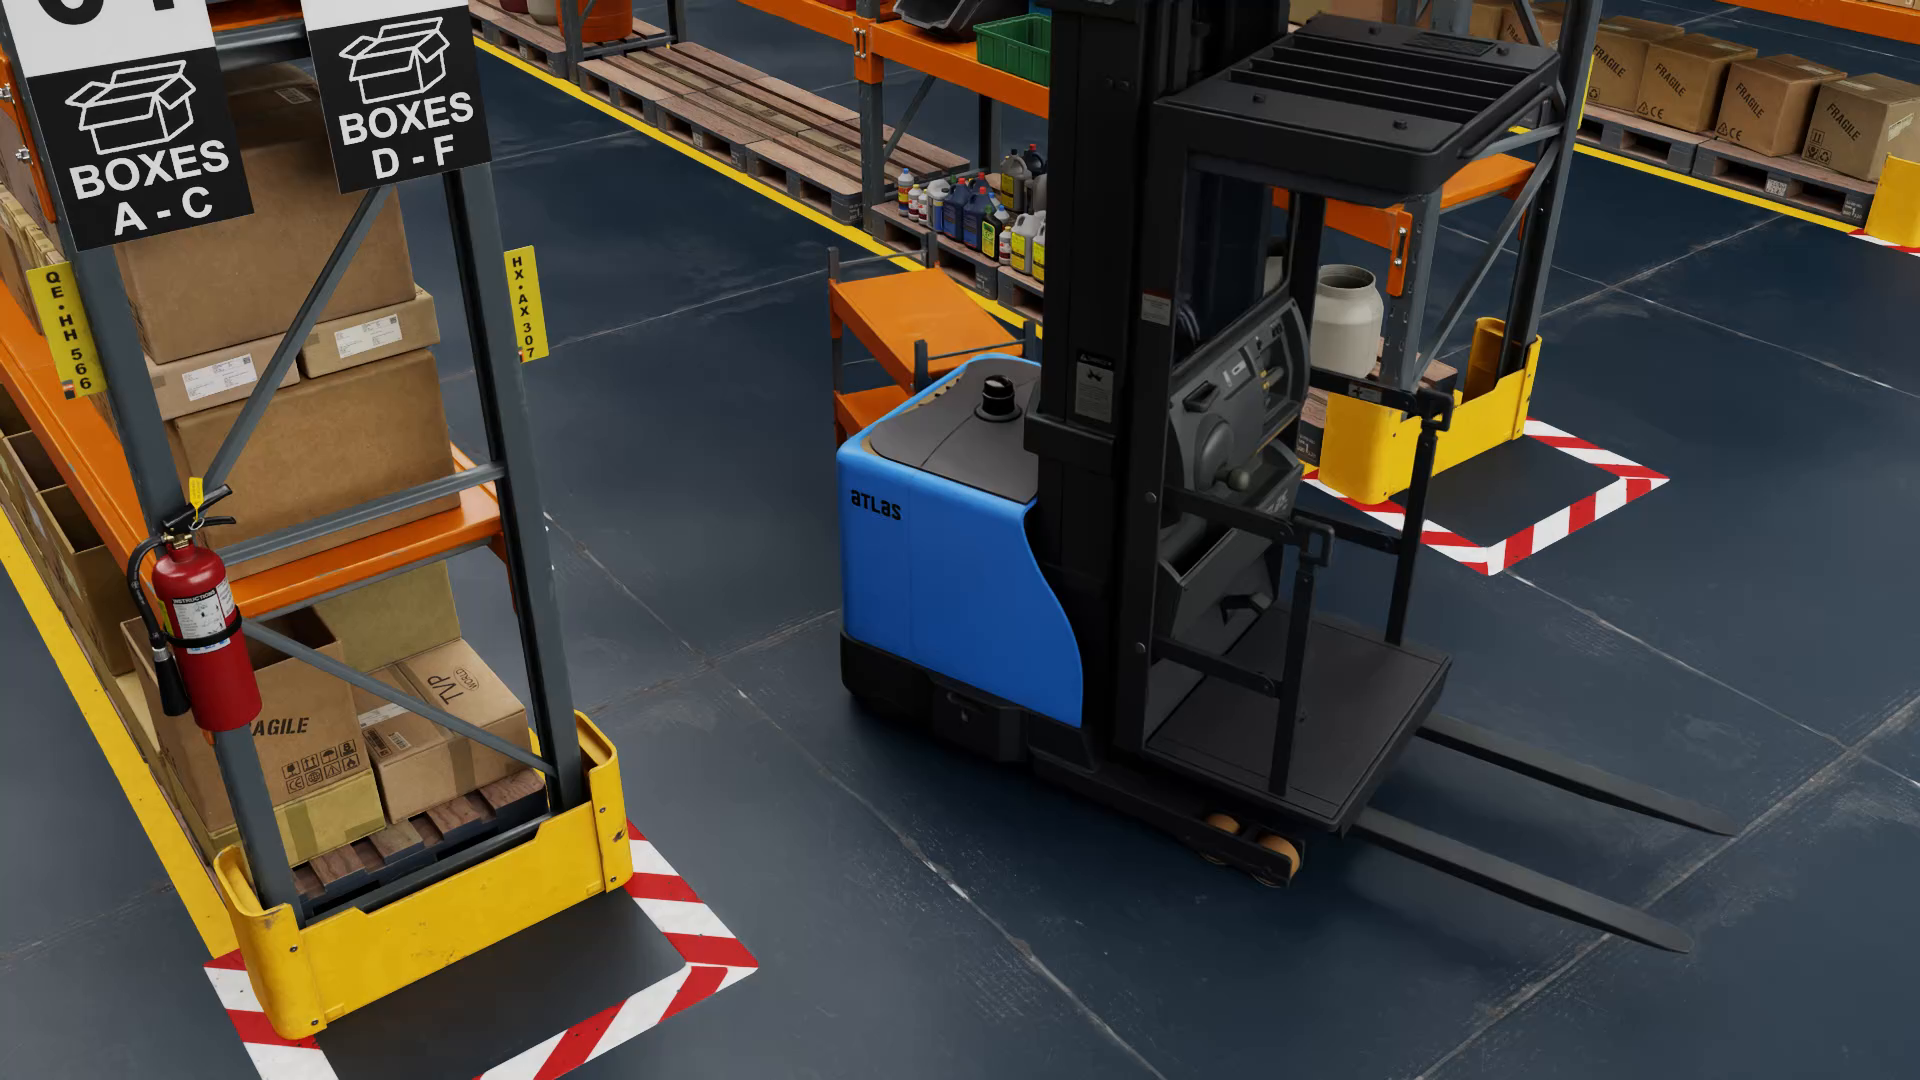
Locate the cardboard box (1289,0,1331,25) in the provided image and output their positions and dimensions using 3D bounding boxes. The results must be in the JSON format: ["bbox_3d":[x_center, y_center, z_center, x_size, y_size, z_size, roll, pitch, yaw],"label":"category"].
[{"bbox_3d":[3.105,-4.525,13.645,0.700,0.500,0.500,-23,38,-32],"label":"cardboard box"}]

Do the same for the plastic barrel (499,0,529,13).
[{"bbox_3d":[-3.629,-4.820,14.055,0.600,0.588,0.708,-22,38,-31],"label":"plastic barrel"}]

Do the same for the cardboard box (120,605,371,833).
[{"bbox_3d":[-2.197,0.482,5.128,0.500,0.500,0.500,-22,38,-31],"label":"cardboard box"}]

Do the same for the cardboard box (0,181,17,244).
[{"bbox_3d":[-2.970,-1.123,5.505,0.380,0.149,0.250,-23,38,-32],"label":"cardboard box"}]

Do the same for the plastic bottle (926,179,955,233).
[{"bbox_3d":[-0.101,-1.959,9.726,0.152,0.276,0.135,-21,37,-30],"label":"plastic bottle"}]

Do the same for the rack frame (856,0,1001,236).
[{"bbox_3d":[-0.170,-3.330,9.768,1.000,3.000,0.127,-22,38,-31],"label":"rack frame"}]

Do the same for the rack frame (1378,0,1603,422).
[{"bbox_3d":[2.282,-1.663,7.084,1.000,3.000,0.127,-22,38,-31],"label":"rack frame"}]

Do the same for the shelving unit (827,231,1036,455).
[{"bbox_3d":[-0.138,-0.573,7.107,0.538,1.125,1.048,-13,34,-19],"label":"shelving unit"}]

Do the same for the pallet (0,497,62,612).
[{"bbox_3d":[-3.631,-0.199,7.370,1.003,0.211,1.213,-22,38,-31],"label":"pallet"}]

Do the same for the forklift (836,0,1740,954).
[{"bbox_3d":[1.064,-0.433,5.170,3.031,2.935,1.130,19,37,28],"label":"forklift"}]

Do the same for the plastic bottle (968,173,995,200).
[{"bbox_3d":[0.111,-1.967,9.668,0.144,0.351,0.185,-22,38,-31],"label":"plastic bottle"}]

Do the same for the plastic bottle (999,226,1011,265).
[{"bbox_3d":[0.268,-1.653,9.304,0.097,0.201,0.097,0,32,0],"label":"plastic bottle"}]

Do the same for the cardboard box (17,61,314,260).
[{"bbox_3d":[-2.268,-1.093,4.843,0.700,0.500,0.500,-23,39,-33],"label":"cardboard box"}]

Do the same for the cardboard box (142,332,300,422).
[{"bbox_3d":[-2.017,-0.477,4.466,0.380,0.149,0.250,-23,39,-32],"label":"cardboard box"}]

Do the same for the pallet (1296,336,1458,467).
[{"bbox_3d":[1.705,-0.835,8.394,1.003,0.211,1.213,-22,38,-31],"label":"pallet"}]

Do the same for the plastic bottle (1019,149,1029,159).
[{"bbox_3d":[0.385,-2.269,10.218,0.061,0.283,0.133,-20,37,-29],"label":"plastic bottle"}]

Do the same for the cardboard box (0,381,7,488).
[{"bbox_3d":[-3.736,-0.557,6.801,0.500,0.500,0.500,-22,38,-31],"label":"cardboard box"}]

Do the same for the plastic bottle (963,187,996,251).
[{"bbox_3d":[0.112,-1.842,9.466,0.144,0.351,0.185,-24,39,-33],"label":"plastic bottle"}]

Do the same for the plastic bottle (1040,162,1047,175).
[{"bbox_3d":[0.570,-2.136,9.940,0.144,0.351,0.185,-24,39,-34],"label":"plastic bottle"}]

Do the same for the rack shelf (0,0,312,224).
[{"bbox_3d":[-2.859,-1.864,5.247,1.077,0.370,4.000,-22,38,-31],"label":"rack shelf"}]

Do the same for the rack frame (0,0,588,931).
[{"bbox_3d":[-1.633,-0.062,4.506,1.000,3.000,0.127,-22,38,-31],"label":"rack frame"}]

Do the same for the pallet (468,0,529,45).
[{"bbox_3d":[-3.884,-4.635,14.513,1.003,0.211,1.213,-22,38,-31],"label":"pallet"}]

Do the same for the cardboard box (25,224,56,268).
[{"bbox_3d":[-2.650,-0.907,5.158,0.380,0.149,0.250,-21,38,-30],"label":"cardboard box"}]

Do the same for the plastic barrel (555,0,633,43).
[{"bbox_3d":[-2.937,-4.452,13.233,0.600,0.830,0.708,-22,38,-31],"label":"plastic barrel"}]

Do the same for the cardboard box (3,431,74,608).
[{"bbox_3d":[-3.127,-0.139,6.127,0.500,0.500,0.500,-22,38,-31],"label":"cardboard box"}]

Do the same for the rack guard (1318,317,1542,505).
[{"bbox_3d":[2.199,-0.617,7.770,1.175,0.500,0.348,-22,38,-31],"label":"rack guard"}]

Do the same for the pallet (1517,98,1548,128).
[{"bbox_3d":[4.182,-3.479,12.652,1.003,0.211,1.213,-22,38,-31],"label":"pallet"}]

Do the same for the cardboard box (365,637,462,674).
[{"bbox_3d":[-2.095,0.425,5.930,0.500,0.250,0.500,-22,38,-31],"label":"cardboard box"}]

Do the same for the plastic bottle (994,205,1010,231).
[{"bbox_3d":[0.232,-1.759,9.408,0.097,0.271,0.097,0,32,0],"label":"plastic bottle"}]

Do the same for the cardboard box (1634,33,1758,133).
[{"bbox_3d":[5.063,-3.152,11.454,0.500,0.500,0.500,-19,36,-27],"label":"cardboard box"}]

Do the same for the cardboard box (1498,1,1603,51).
[{"bbox_3d":[4.313,-3.633,12.227,0.500,0.500,0.500,-11,33,-16],"label":"cardboard box"}]

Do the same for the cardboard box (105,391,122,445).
[{"bbox_3d":[-2.235,-0.520,5.150,0.700,0.500,0.500,-21,38,-30],"label":"cardboard box"}]

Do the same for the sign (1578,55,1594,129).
[{"bbox_3d":[2.720,-1.956,7.295,0.100,0.325,0.005,-22,38,-31],"label":"sign"}]

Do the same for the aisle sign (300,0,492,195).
[{"bbox_3d":[-1.350,-1.238,3.936,0.394,0.787,0.004,-22,38,-31],"label":"aisle sign"}]

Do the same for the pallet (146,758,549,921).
[{"bbox_3d":[-2.135,0.818,5.733,1.003,0.211,1.213,-22,38,-31],"label":"pallet"}]

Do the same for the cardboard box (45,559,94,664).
[{"bbox_3d":[-3.124,0.179,6.327,0.500,0.250,0.500,-22,38,-31],"label":"cardboard box"}]

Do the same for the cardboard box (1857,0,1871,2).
[{"bbox_3d":[5.510,-3.402,10.123,0.380,0.149,0.250,-22,38,-31],"label":"cardboard box"}]

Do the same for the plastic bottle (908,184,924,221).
[{"bbox_3d":[-0.259,-2.011,9.880,0.097,0.201,0.097,0,32,0],"label":"plastic bottle"}]

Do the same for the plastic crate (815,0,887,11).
[{"bbox_3d":[-0.709,-3.460,9.917,0.402,0.464,0.583,-22,38,-31],"label":"plastic crate"}]

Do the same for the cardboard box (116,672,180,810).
[{"bbox_3d":[-2.511,0.596,5.656,0.500,0.250,0.500,-22,38,-31],"label":"cardboard box"}]

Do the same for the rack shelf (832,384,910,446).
[{"bbox_3d":[-0.138,-0.365,7.236,0.538,0.278,1.000,-13,34,-19],"label":"rack shelf"}]

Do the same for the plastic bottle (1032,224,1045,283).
[{"bbox_3d":[0.487,-1.587,9.056,0.144,0.351,0.185,-21,37,-29],"label":"plastic bottle"}]

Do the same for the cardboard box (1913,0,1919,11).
[{"bbox_3d":[5.857,-3.210,9.814,0.380,0.149,0.250,-22,38,-31],"label":"cardboard box"}]

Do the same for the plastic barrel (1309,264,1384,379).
[{"bbox_3d":[1.818,-1.034,8.031,0.421,0.512,0.421,0,32,0],"label":"plastic barrel"}]

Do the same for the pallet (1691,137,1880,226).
[{"bbox_3d":[5.678,-2.462,11.014,1.003,0.211,1.213,-22,38,-31],"label":"pallet"}]

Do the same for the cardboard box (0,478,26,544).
[{"bbox_3d":[-3.738,-0.238,6.998,0.500,0.250,0.500,-22,38,-31],"label":"cardboard box"}]

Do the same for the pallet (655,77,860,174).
[{"bbox_3d":[-1.435,-2.969,11.830,1.003,0.211,1.213,-22,38,-31],"label":"pallet"}]

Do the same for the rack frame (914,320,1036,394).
[{"bbox_3d":[0.061,-0.326,6.709,0.500,1.125,0.032,-13,34,-19],"label":"rack frame"}]

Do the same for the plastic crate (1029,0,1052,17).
[{"bbox_3d":[0.723,-2.893,9.206,0.499,0.251,0.616,-22,38,-31],"label":"plastic crate"}]

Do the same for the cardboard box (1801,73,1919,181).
[{"bbox_3d":[5.825,-2.647,10.640,0.500,0.500,0.500,-15,35,-23],"label":"cardboard box"}]

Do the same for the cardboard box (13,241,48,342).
[{"bbox_3d":[-2.860,-0.947,5.837,0.700,0.500,0.500,-21,38,-30],"label":"cardboard box"}]

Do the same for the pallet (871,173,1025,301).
[{"bbox_3d":[0.208,-1.852,10.031,1.003,0.211,1.213,-22,38,-31],"label":"pallet"}]

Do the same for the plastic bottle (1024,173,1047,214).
[{"bbox_3d":[0.468,-2.046,9.866,0.152,0.276,0.135,-22,38,-31],"label":"plastic bottle"}]

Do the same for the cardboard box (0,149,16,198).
[{"bbox_3d":[-2.885,-1.512,5.517,0.700,0.500,0.500,-22,38,-31],"label":"cardboard box"}]

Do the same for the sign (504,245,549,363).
[{"bbox_3d":[-1.191,-0.640,4.542,0.100,0.325,0.005,-22,38,-31],"label":"sign"}]

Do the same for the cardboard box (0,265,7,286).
[{"bbox_3d":[-3.480,-1.370,6.519,0.700,0.500,0.500,-23,38,-32],"label":"cardboard box"}]

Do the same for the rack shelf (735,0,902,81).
[{"bbox_3d":[-1.397,-3.858,11.300,1.077,0.370,4.000,-22,38,-31],"label":"rack shelf"}]
